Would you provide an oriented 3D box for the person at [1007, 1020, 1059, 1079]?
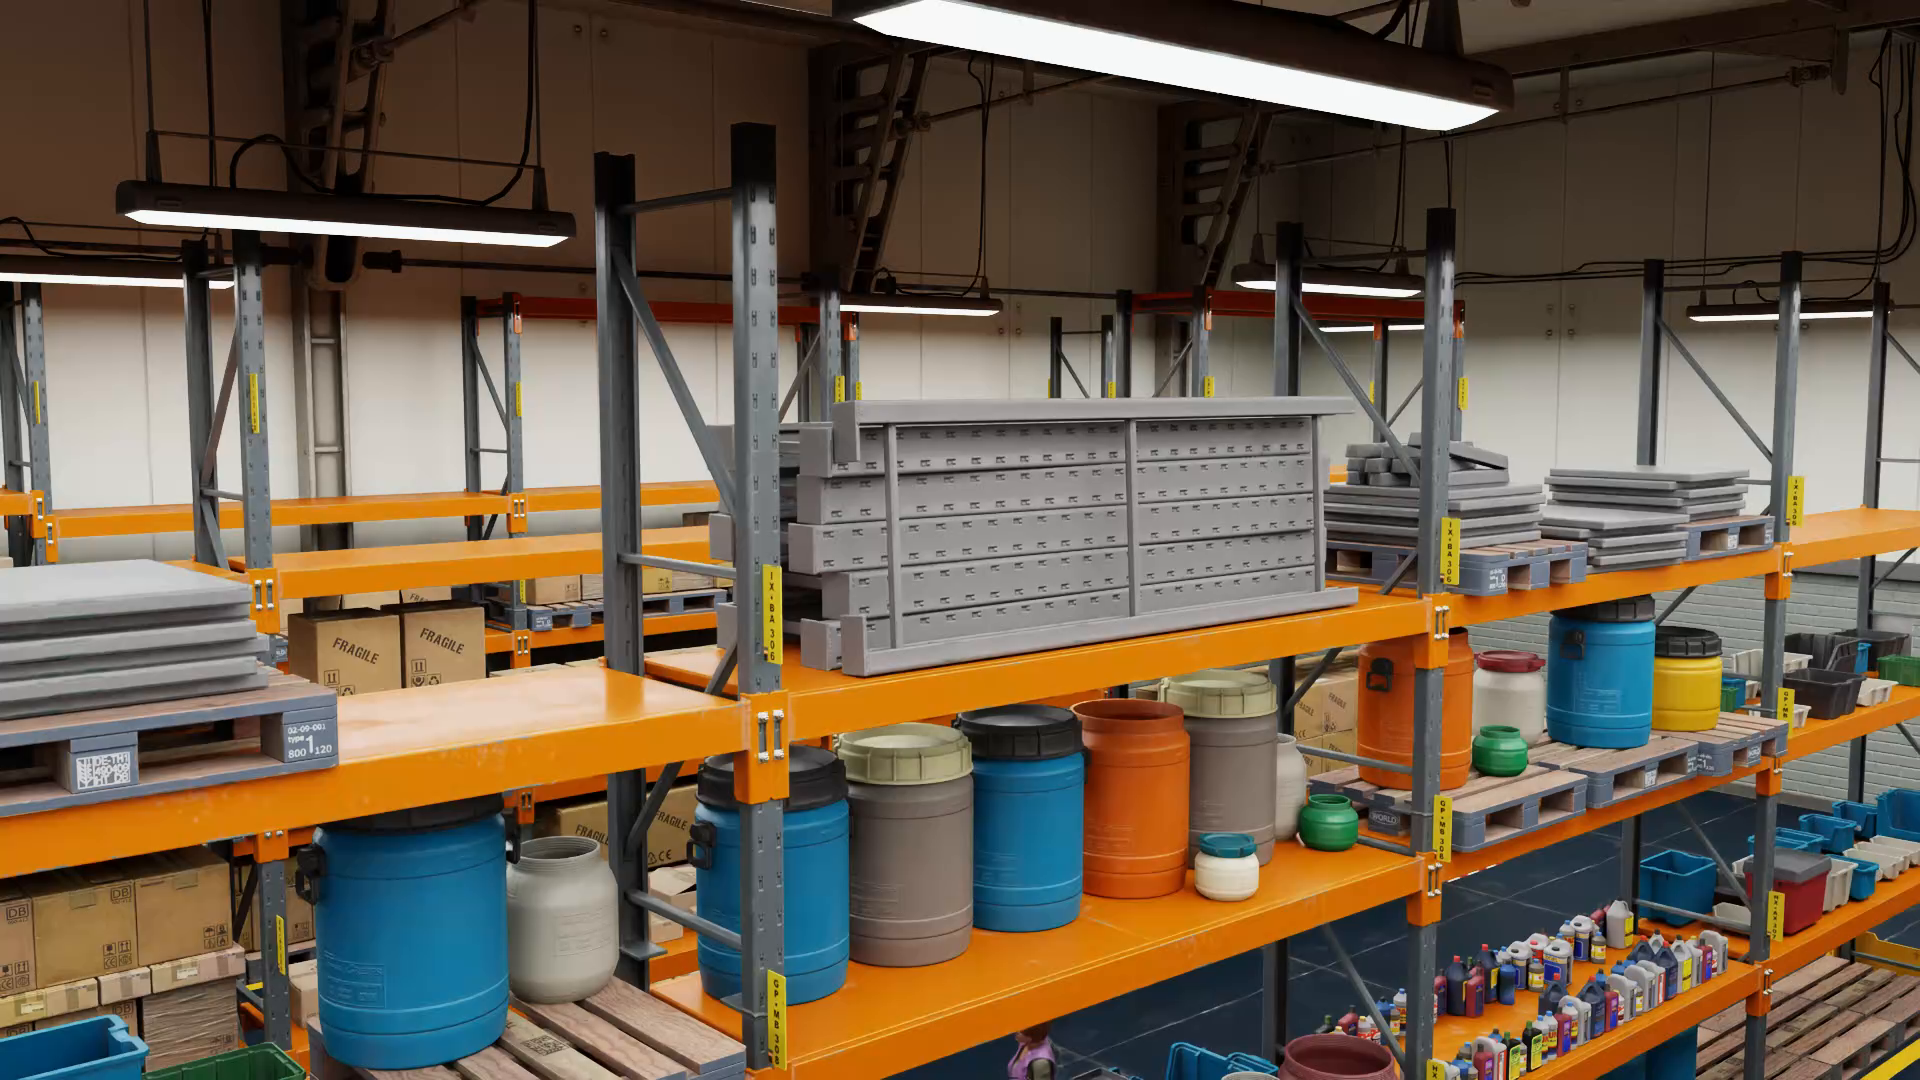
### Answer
[{"bbox_3d":[0.453,3.443,9.847,0.728,1.554,0.660,-2,6,-19],"label":"person"}]

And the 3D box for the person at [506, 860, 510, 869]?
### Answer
[{"bbox_3d":[-3.851,3.048,13.725,0.752,1.615,0.551,-5,7,-41],"label":"person"}]
